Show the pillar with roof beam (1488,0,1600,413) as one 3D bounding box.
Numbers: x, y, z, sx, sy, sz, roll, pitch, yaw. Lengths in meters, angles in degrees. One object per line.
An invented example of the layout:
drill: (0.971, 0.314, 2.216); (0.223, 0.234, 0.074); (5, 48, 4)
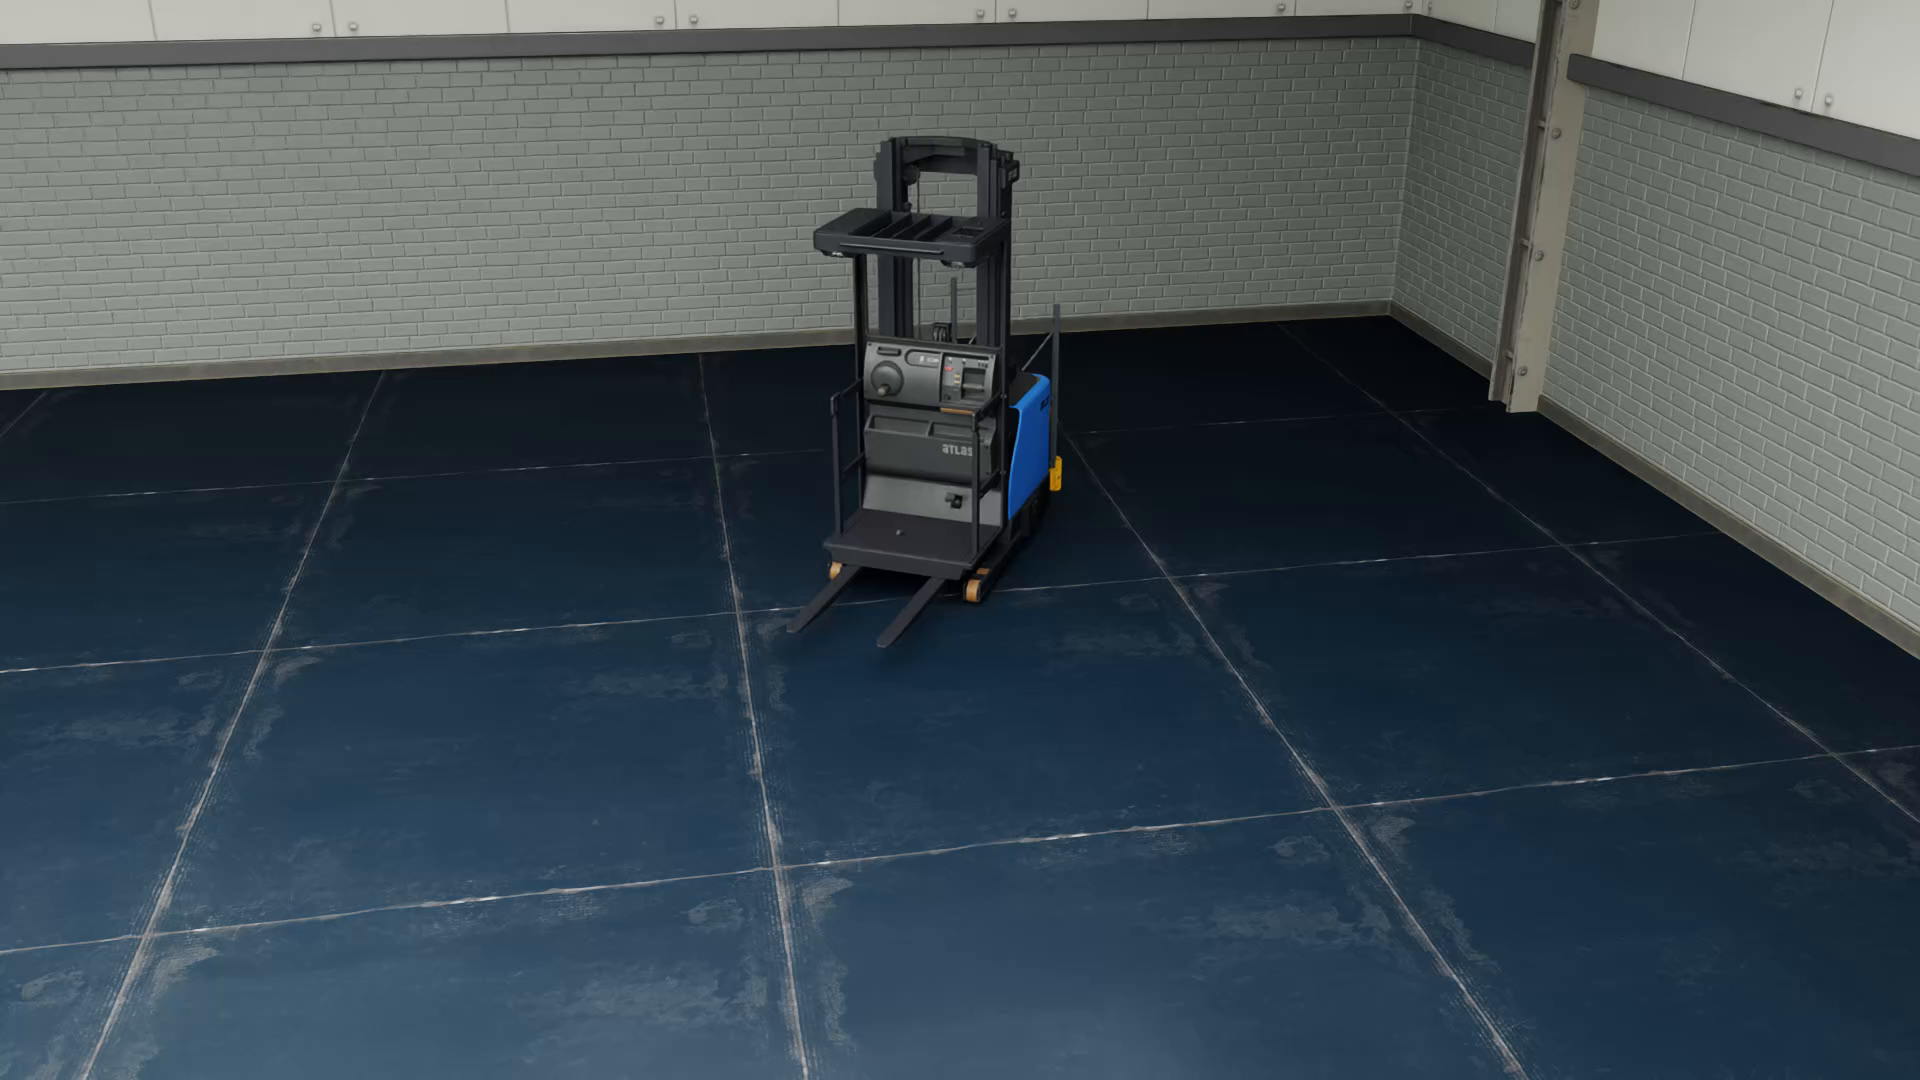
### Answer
pillar with roof beam: (0.783, -5.032, 12.527); (9.100, 9.000, 0.400); (-4, 24, -10)

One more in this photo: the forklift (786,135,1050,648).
forklift: (-0.276, -1.098, 11.102); (1.130, 2.935, 3.031); (8, 25, 17)

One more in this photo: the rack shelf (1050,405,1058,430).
rack shelf: (0.343, -1.094, 13.331); (0.538, 0.185, 1.000); (-8, 25, -18)

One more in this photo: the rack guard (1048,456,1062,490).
rack guard: (0.518, -0.496, 13.073); (0.587, 0.250, 0.087); (-8, 25, -18)

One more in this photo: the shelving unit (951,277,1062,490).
shelving unit: (0.346, -1.256, 13.251); (0.587, 1.500, 1.083); (-8, 25, -18)

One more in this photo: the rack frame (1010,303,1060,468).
rack frame: (0.518, -1.068, 12.821); (0.500, 1.500, 0.032); (-8, 25, -18)

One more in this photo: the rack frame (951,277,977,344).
rack frame: (0.168, -1.450, 13.696); (0.500, 1.500, 0.032); (-8, 25, -18)
